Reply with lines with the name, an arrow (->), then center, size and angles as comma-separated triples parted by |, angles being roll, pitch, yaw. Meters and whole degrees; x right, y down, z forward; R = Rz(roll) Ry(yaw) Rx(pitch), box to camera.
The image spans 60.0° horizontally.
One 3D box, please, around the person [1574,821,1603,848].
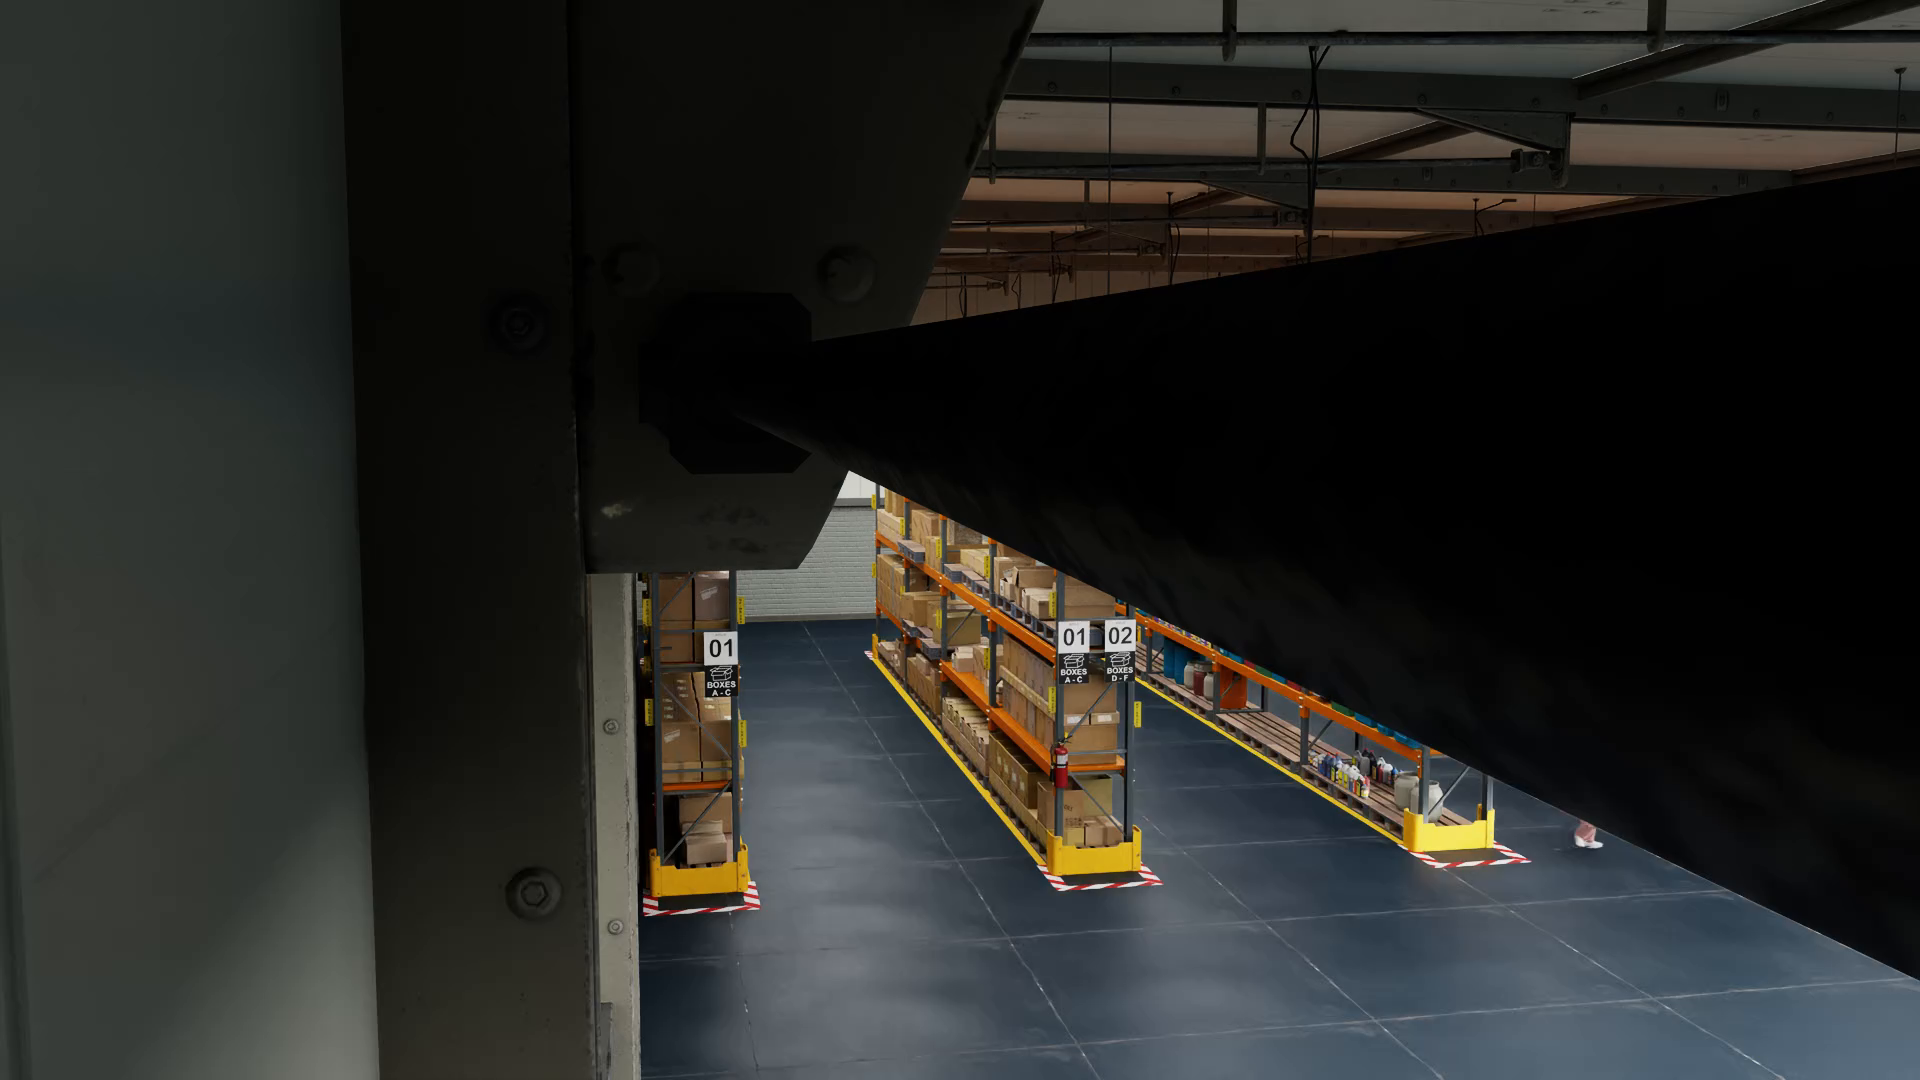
person -> 8.347, 3.253, 21.930 | 0.413, 1.647, 0.551 | 4, 7, 32
